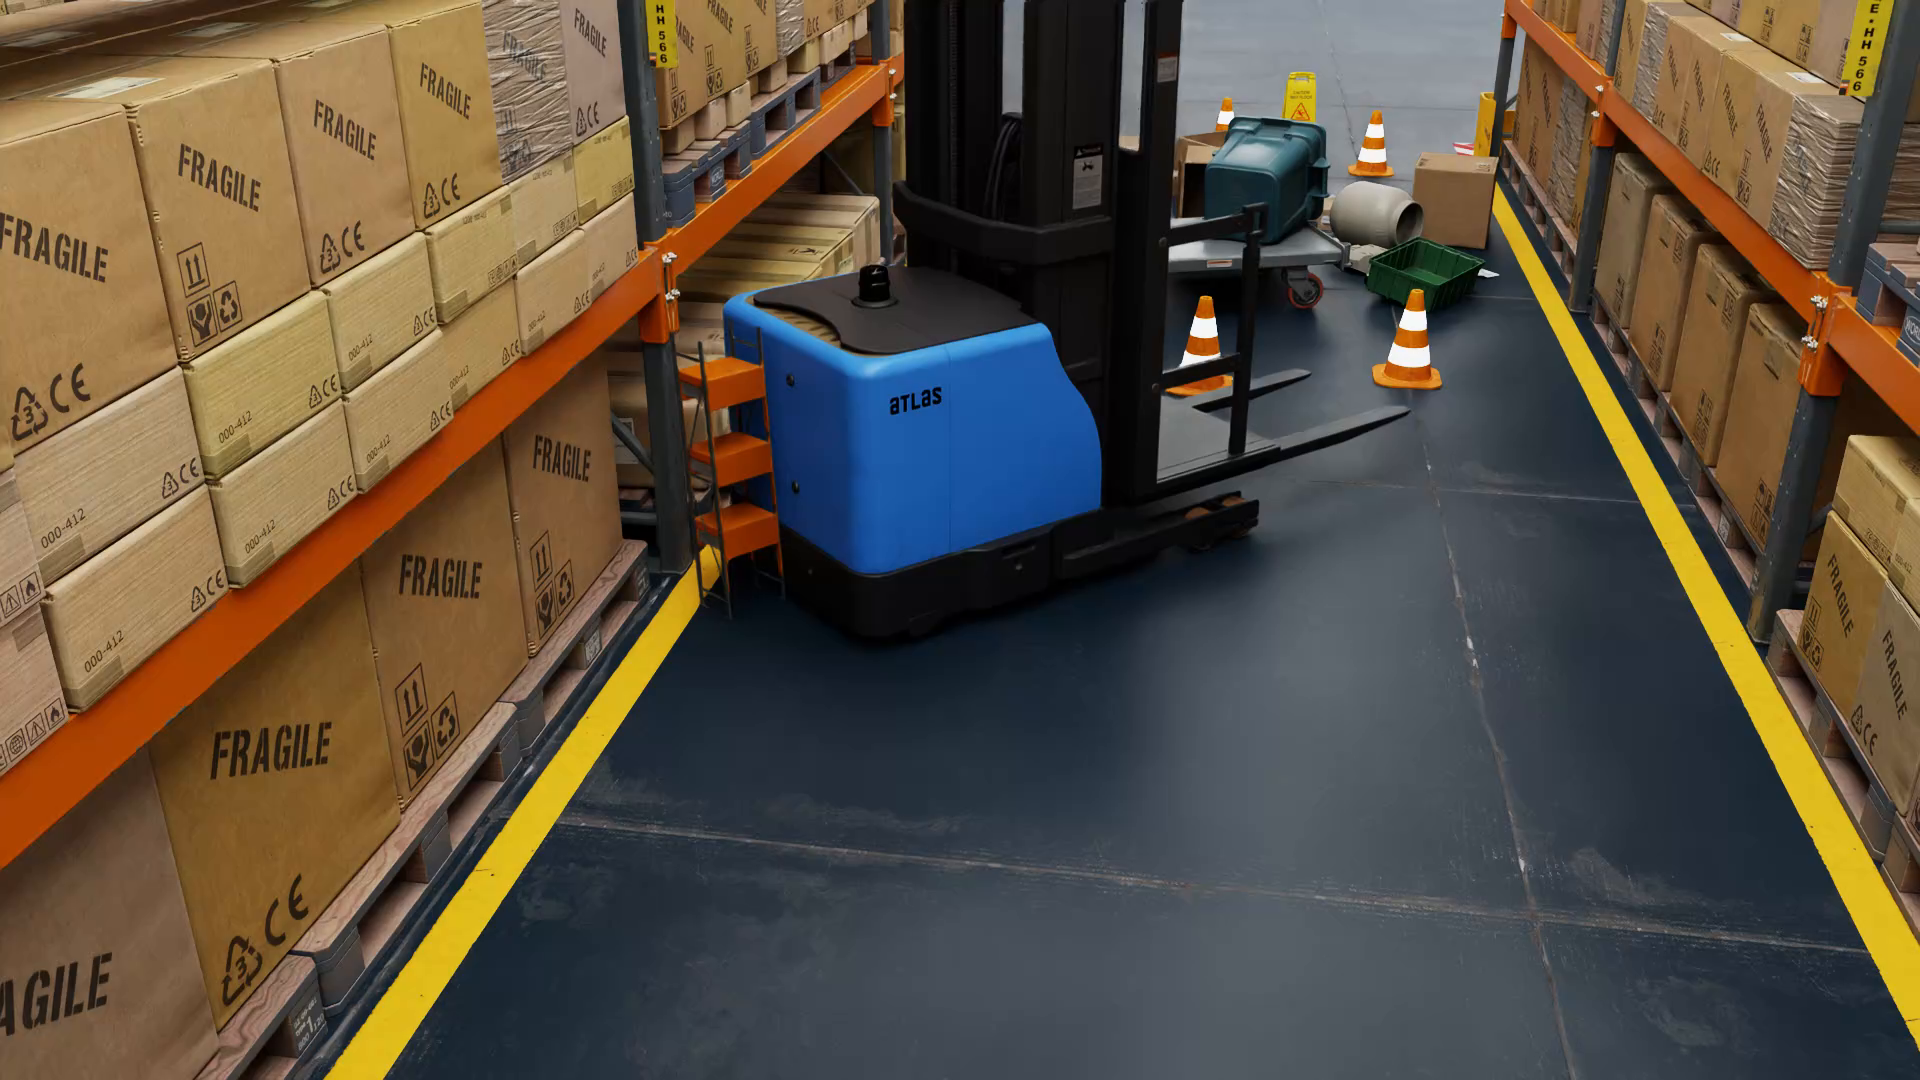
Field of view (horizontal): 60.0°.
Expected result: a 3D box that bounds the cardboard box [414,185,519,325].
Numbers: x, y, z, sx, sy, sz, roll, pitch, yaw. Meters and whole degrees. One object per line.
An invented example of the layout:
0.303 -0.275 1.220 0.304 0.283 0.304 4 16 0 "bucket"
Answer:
-1.529 -0.782 4.469 0.500 0.250 0.500 3 25 7 "cardboard box"

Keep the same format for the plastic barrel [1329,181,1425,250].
2.669 -2.060 10.652 0.421 0.421 0.512 -20 32 -36 "plastic barrel"

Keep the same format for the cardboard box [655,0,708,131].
-1.255 -1.816 6.128 0.500 0.500 0.500 3 25 7 "cardboard box"

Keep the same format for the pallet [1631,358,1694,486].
3.748 -0.543 7.662 1.003 0.211 1.213 4 25 9 "pallet"

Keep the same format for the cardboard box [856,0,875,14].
-0.752 -3.108 8.887 0.500 0.500 0.500 4 25 8 "cardboard box"

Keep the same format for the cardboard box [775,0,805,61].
-1.007 -2.466 7.516 0.500 0.500 0.500 3 25 7 "cardboard box"

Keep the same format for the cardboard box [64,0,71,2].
-5.470 -3.502 10.575 0.500 0.500 0.500 3 25 7 "cardboard box"

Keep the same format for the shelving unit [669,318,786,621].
-0.835 -0.251 6.031 0.252 1.050 0.215 -20 28 -36 "shelving unit"

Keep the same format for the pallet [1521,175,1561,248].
4.396 -2.207 11.217 1.003 0.211 1.213 4 25 9 "pallet"

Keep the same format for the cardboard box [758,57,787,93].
-1.008 -2.146 7.597 0.380 0.149 0.250 5 26 10 "cardboard box"

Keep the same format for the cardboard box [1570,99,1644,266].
4.169 -2.132 9.778 0.875 0.875 0.875 4 25 9 "cardboard box"

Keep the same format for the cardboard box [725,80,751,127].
-1.085 -1.814 6.888 0.380 0.149 0.250 4 25 9 "cardboard box"

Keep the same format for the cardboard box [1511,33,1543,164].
4.605 -3.259 12.185 0.875 0.875 0.875 4 25 9 "cardboard box"

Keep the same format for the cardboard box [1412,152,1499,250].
3.238 -2.235 10.933 0.500 0.500 0.500 8 26 18 "cardboard box"

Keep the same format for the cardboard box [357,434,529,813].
-1.901 0.154 4.893 0.875 0.875 0.875 4 25 9 "cardboard box"

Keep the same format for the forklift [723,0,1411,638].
0.603 -1.455 6.400 3.031 2.935 1.130 -17 30 -32 "forklift"

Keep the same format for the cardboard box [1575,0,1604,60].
4.113 -3.101 9.659 0.875 0.550 0.550 4 25 9 "cardboard box"

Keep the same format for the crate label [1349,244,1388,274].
2.526 -1.740 10.306 0.298 0.136 0.250 -14 29 -27 "crate label"

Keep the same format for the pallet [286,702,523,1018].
-1.961 0.822 4.744 1.003 0.211 1.213 4 25 9 "pallet"

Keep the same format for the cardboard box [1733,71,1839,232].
3.235 -1.434 6.157 0.500 0.500 0.500 4 25 9 "cardboard box"

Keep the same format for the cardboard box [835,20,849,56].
-0.782 -2.569 8.502 0.380 0.149 0.250 4 25 8 "cardboard box"

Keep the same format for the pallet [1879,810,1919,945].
3.013 1.125 4.097 1.003 0.211 1.213 4 25 9 "pallet"

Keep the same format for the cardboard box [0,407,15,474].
-1.855 -0.263 2.477 0.500 0.500 0.500 4 25 9 "cardboard box"

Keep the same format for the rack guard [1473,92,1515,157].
4.655 -3.197 12.990 1.175 0.500 0.348 4 25 9 "rack guard"

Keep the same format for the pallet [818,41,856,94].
-1.171 -2.550 8.887 1.003 0.211 1.213 4 25 9 "pallet"

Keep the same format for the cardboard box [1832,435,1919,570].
2.992 -0.099 4.992 0.500 0.250 0.500 3 25 6 "cardboard box"

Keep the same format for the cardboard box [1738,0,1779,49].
3.673 -2.298 6.825 0.700 0.500 0.500 4 25 8 "cardboard box"

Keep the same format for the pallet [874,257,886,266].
-1.029 -1.358 9.403 1.003 0.211 1.213 4 25 9 "pallet"

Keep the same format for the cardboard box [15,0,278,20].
-2.050 -1.159 4.391 0.500 0.500 0.500 5 25 10 "cardboard box"

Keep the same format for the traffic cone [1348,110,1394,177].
3.163 -3.046 12.712 0.336 0.463 0.334 4 25 9 "traffic cone"

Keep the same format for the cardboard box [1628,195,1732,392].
3.823 -1.148 7.823 1.050 0.750 0.750 4 25 9 "cardboard box"

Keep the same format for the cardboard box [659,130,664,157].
-1.320 -1.473 6.160 0.380 0.149 0.250 3 25 5 "cardboard box"

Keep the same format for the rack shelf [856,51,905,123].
-0.576 -3.457 11.447 1.077 0.370 4.000 4 25 9 "rack shelf"

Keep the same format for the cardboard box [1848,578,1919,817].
2.897 0.457 4.688 0.500 0.500 0.500 4 25 9 "cardboard box"

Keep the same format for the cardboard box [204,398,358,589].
-1.695 -0.128 3.663 0.500 0.250 0.500 4 25 8 "cardboard box"

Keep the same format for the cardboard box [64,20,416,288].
-1.636 -0.904 3.846 0.500 0.500 0.500 4 25 8 "cardboard box"

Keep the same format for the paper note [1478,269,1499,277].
3.214 -1.646 10.229 0.147 0.020 0.142 -14 29 -27 "paper note"

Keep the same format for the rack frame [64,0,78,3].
-5.800 -3.289 10.239 1.000 3.000 0.127 4 25 9 "rack frame"

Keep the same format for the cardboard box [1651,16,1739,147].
3.480 -2.070 7.516 0.500 0.500 0.500 4 25 8 "cardboard box"

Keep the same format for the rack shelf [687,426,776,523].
-0.834 -0.241 6.035 0.240 0.259 0.215 -20 28 -36 "rack shelf"

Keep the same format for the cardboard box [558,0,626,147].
-1.383 -1.538 5.199 0.500 0.500 0.500 3 25 7 "cardboard box"

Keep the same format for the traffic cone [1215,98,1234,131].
2.104 -3.267 13.183 0.336 0.463 0.334 4 25 9 "traffic cone"

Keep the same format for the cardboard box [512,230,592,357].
-1.451 -0.762 5.016 0.500 0.250 0.500 4 25 9 "cardboard box"

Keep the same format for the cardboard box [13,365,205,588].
-1.803 -0.144 3.106 0.500 0.250 0.500 4 25 9 "cardboard box"

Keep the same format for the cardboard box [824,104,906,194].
-0.540 -2.459 10.329 0.500 0.500 0.500 5 26 11 "cardboard box"

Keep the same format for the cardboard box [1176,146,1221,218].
1.817 -2.249 10.801 0.797 0.637 0.503 4 25 9 "cardboard box"

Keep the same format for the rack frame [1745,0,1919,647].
3.344 -0.973 5.291 1.000 3.000 0.127 4 25 9 "rack frame"

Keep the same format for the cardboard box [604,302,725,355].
-1.342 -0.819 7.565 0.950 0.372 0.625 4 25 8 "cardboard box"

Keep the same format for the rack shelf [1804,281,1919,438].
3.017 0.189 3.656 1.077 0.370 4.000 4 25 9 "rack shelf"

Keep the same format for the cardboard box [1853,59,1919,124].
3.427 -1.658 5.457 0.700 0.500 0.500 4 25 8 "cardboard box"

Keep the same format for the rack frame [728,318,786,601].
-0.743 -0.285 6.103 0.008 1.050 0.200 -20 28 -36 "rack frame"

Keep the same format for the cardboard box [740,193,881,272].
-0.986 -1.727 9.506 0.950 0.372 0.625 4 25 9 "cardboard box"
